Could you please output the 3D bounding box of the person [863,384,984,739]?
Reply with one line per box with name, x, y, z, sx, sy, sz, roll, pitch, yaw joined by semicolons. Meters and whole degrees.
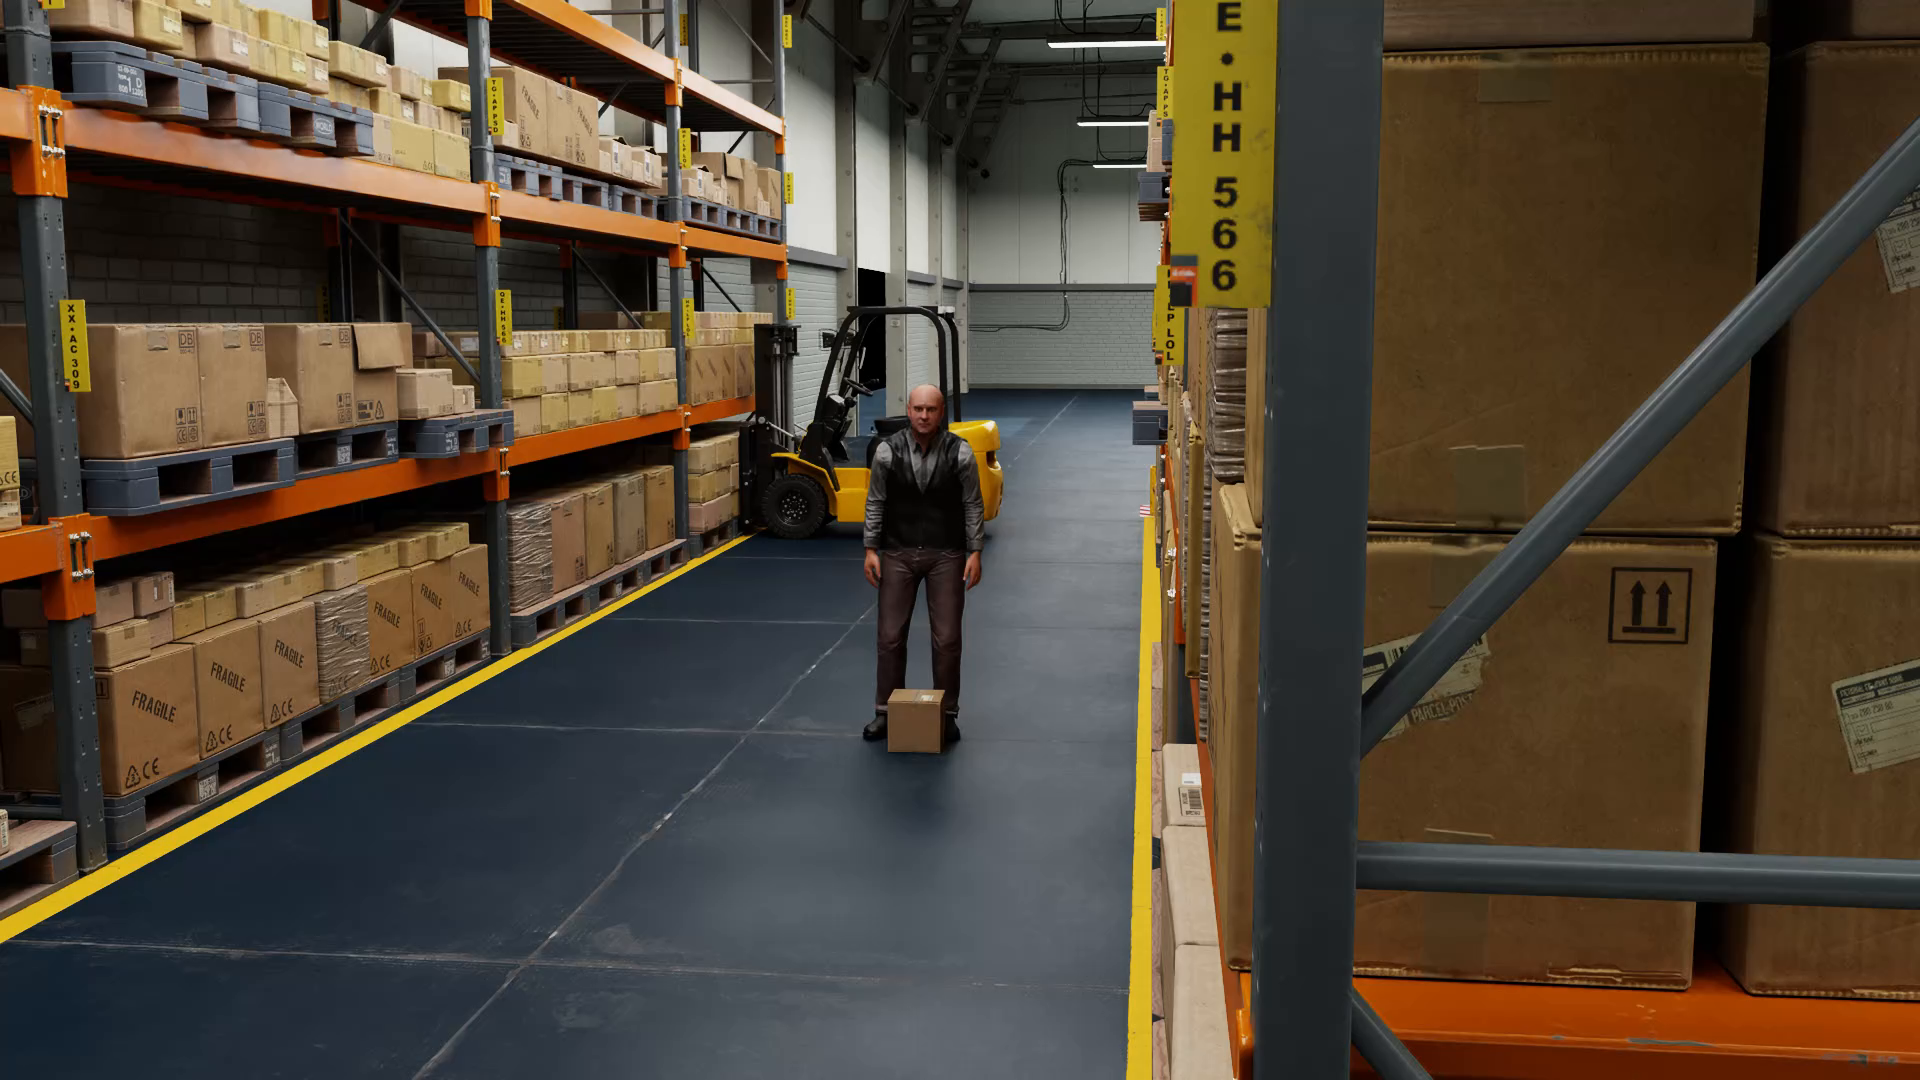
person;-0.175;0.098;8.133;0.591;1.722;0.410;1;8;4
